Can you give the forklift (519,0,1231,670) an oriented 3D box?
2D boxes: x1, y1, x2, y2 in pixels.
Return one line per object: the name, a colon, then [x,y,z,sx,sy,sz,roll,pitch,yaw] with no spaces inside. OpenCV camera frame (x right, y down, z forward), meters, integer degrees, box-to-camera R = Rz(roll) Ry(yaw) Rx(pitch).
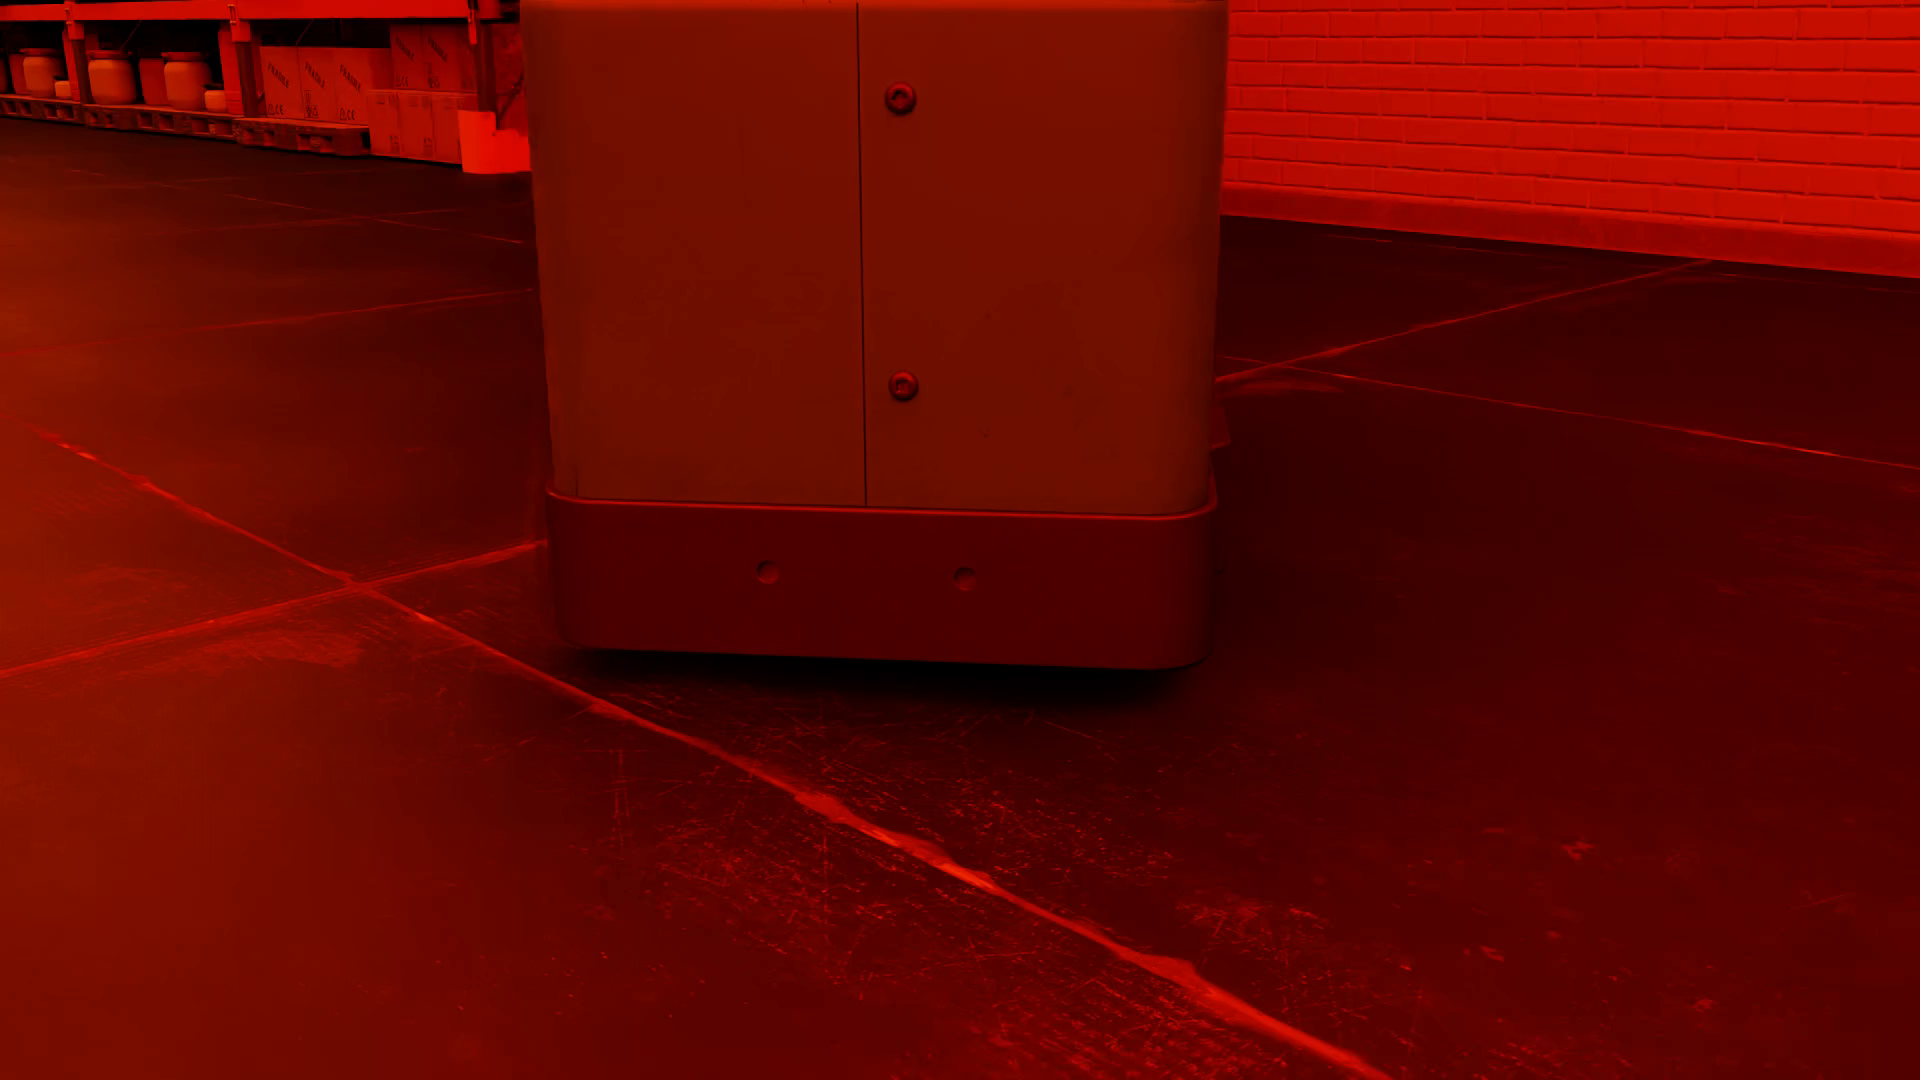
forklift: [0.017,-1.591,3.581,1.130,2.935,3.031,2,17,6]
